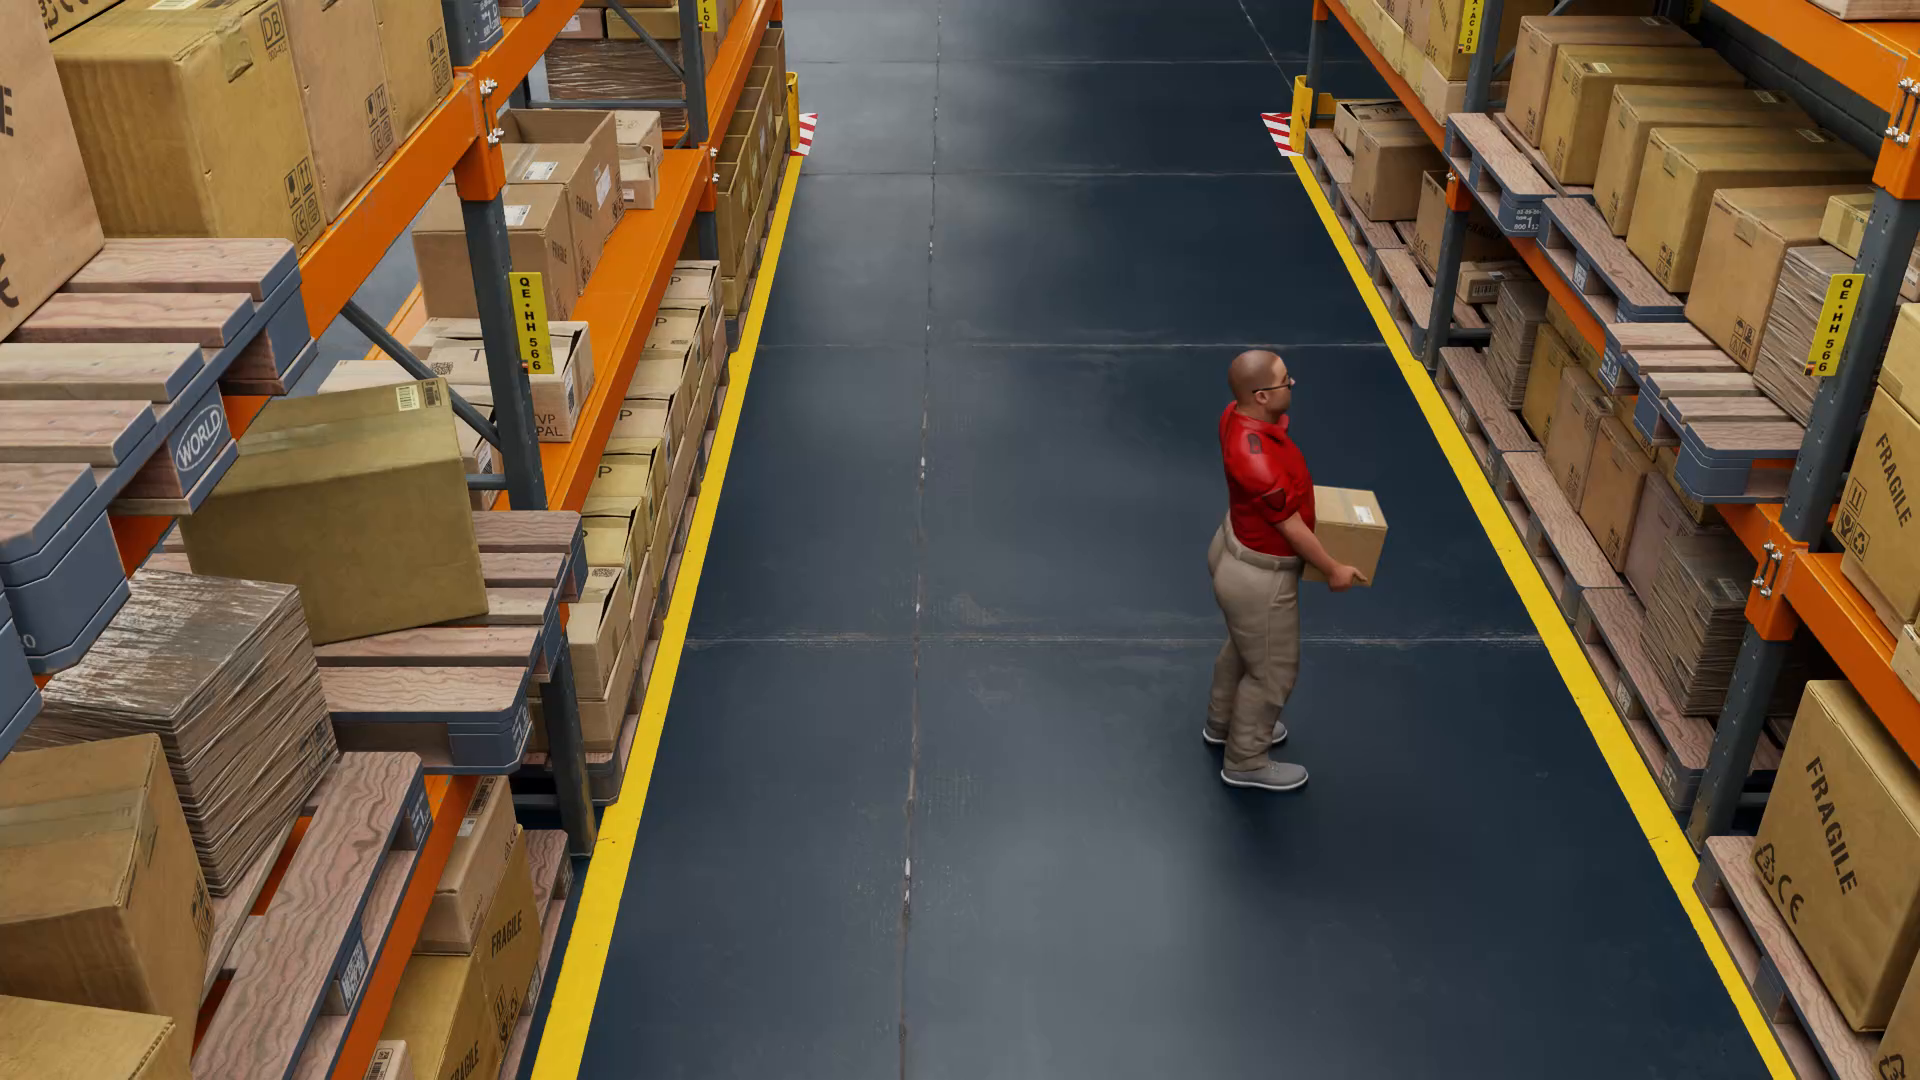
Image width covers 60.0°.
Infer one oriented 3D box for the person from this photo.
[{"bbox_3d":[1.160,0.109,5.983,0.531,1.712,0.493,0,31,0],"label":"person"}]
